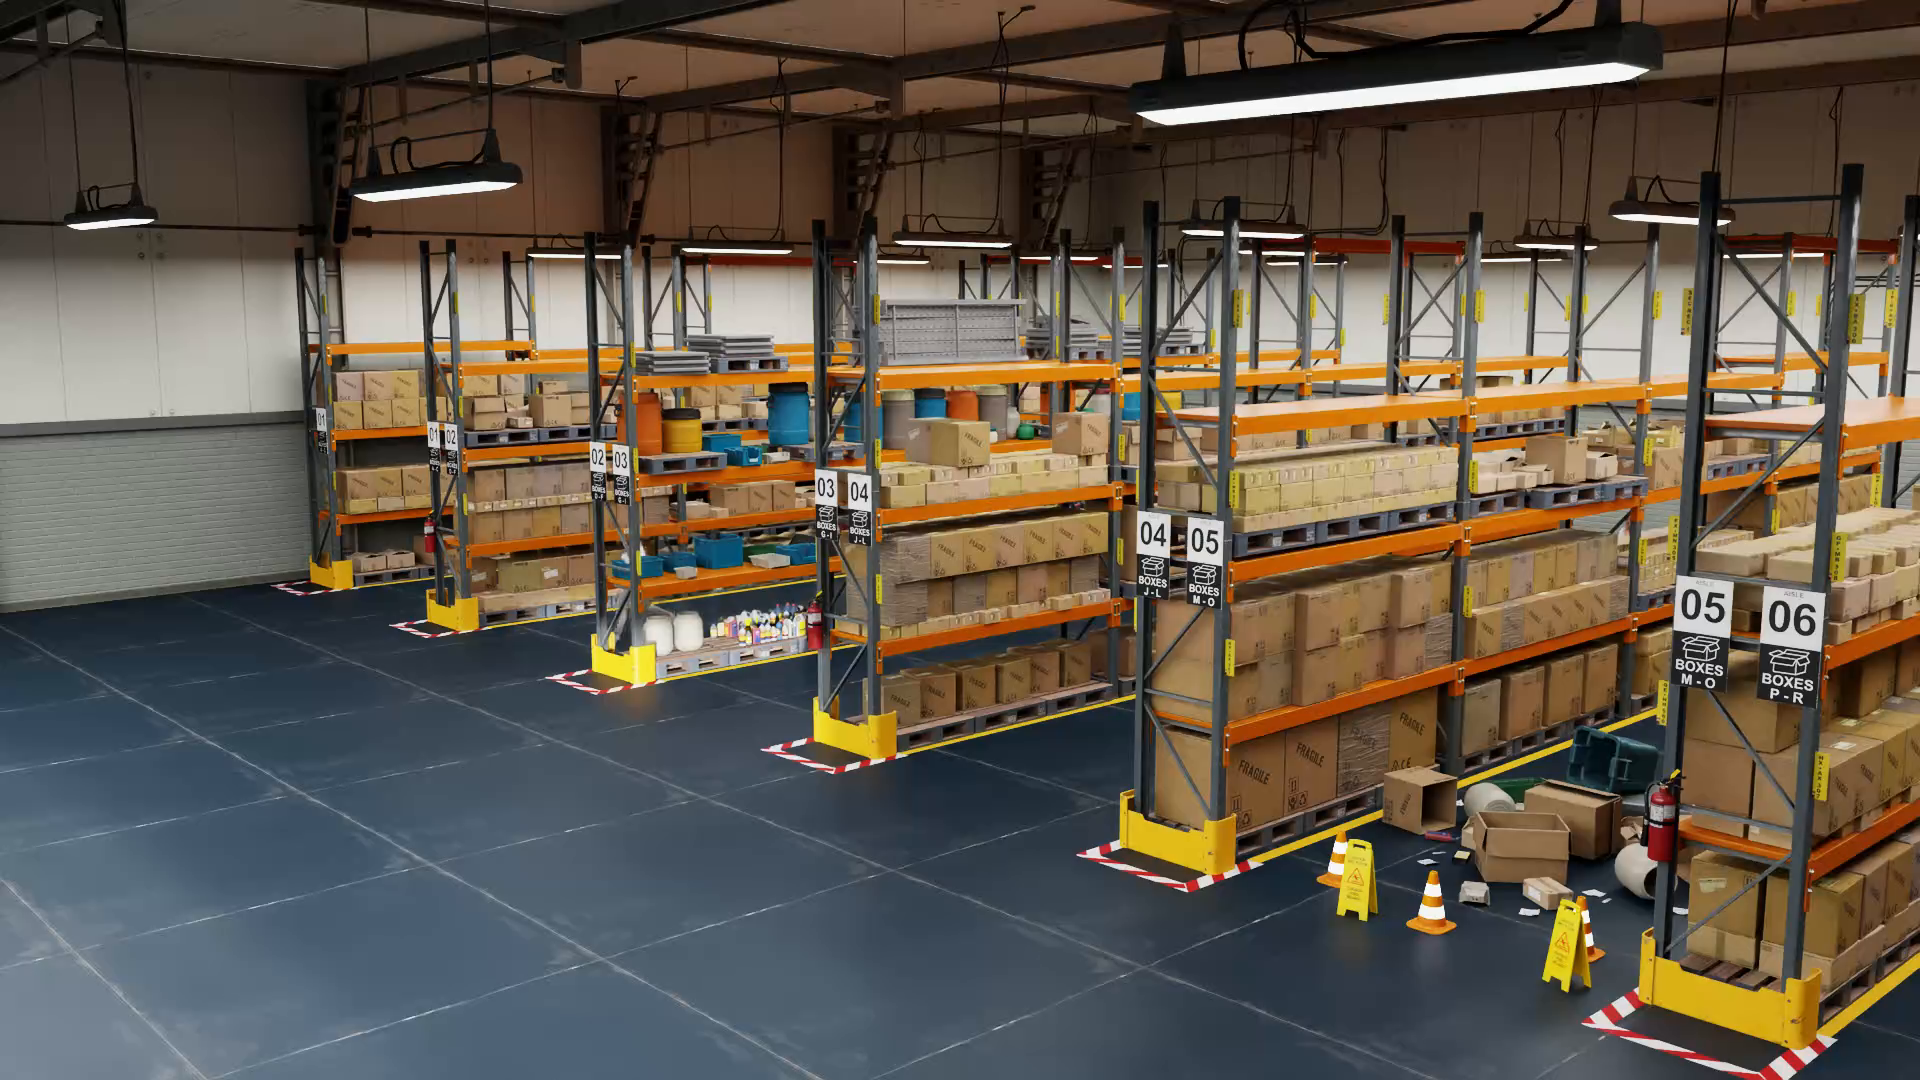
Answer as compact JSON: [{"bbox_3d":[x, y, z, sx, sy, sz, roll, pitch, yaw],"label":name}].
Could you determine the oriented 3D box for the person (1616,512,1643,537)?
[{"bbox_3d":[10.455,0.464,26.078,0.630,1.843,0.736,8,12,44],"label":"person"}]

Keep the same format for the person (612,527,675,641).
[{"bbox_3d":[-4.802,0.679,24.812,1.137,1.783,0.655,-6,10,-34],"label":"person"}]
